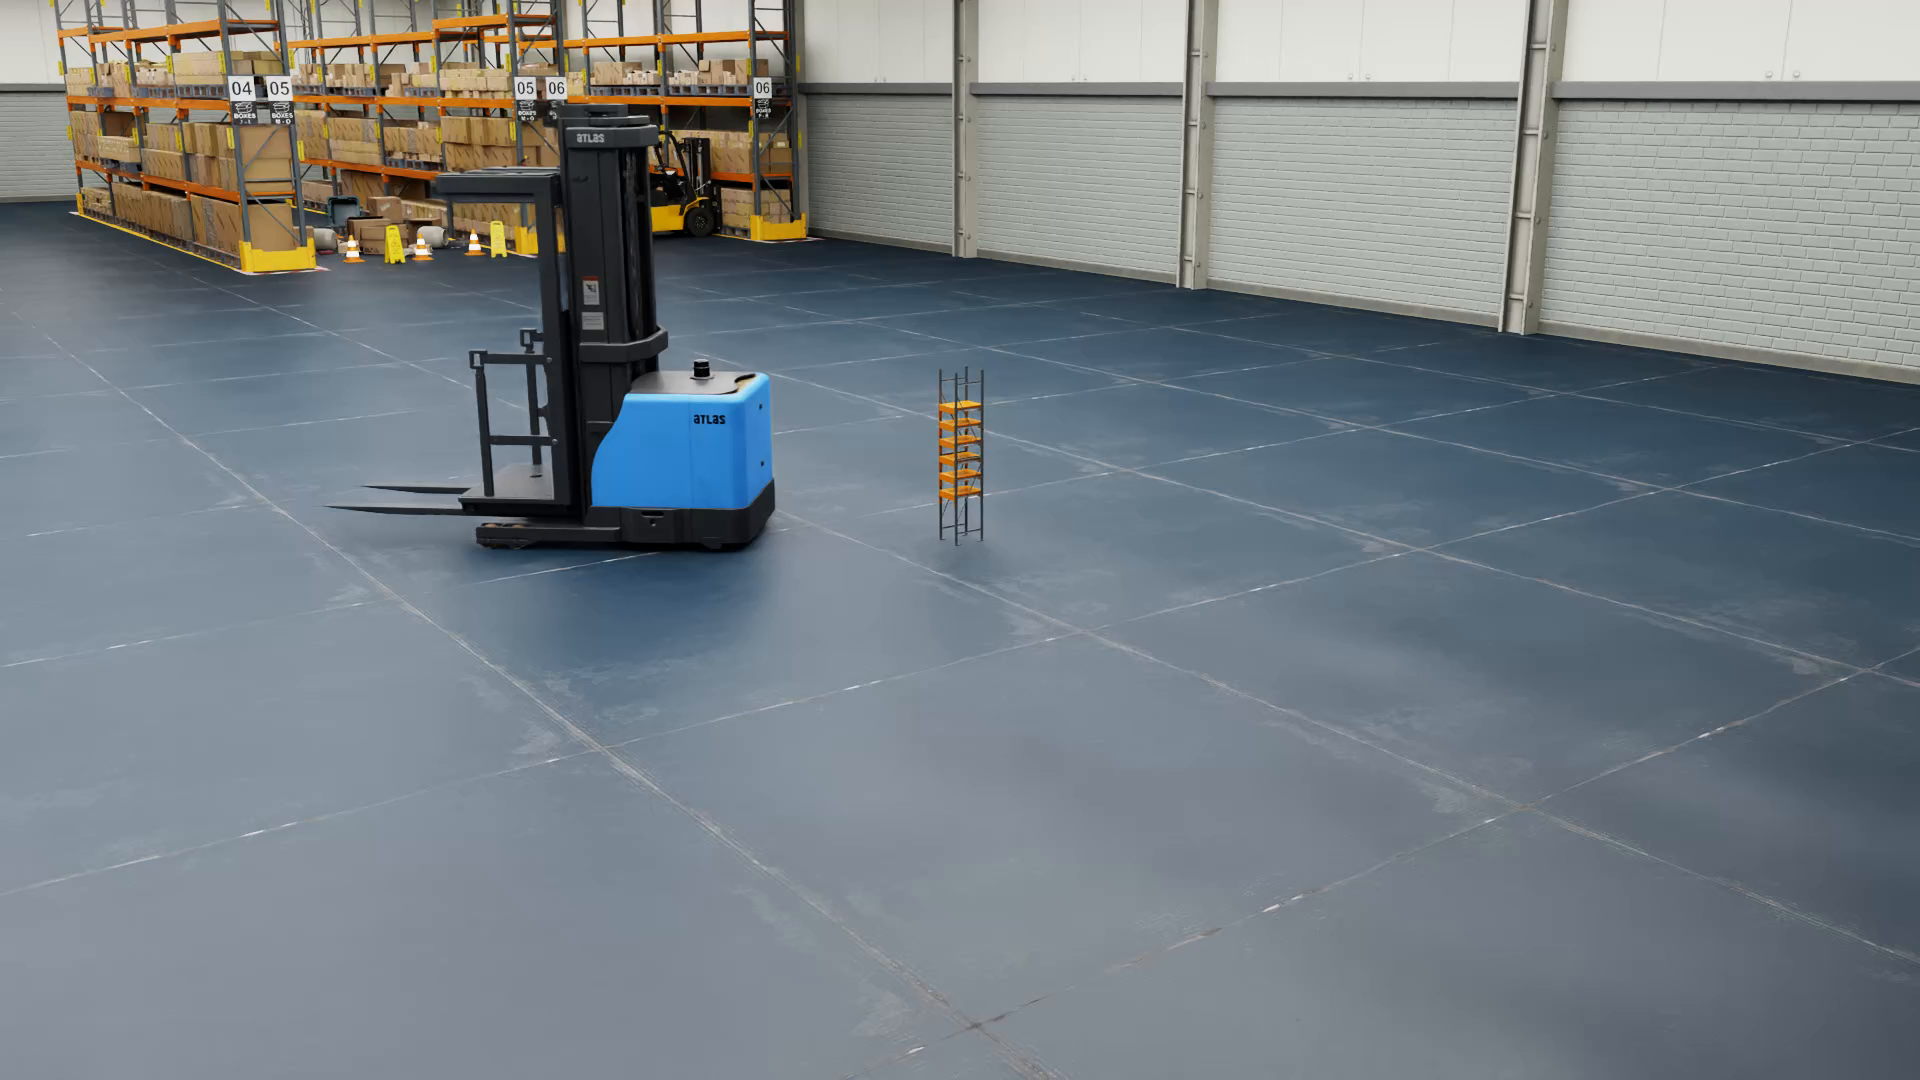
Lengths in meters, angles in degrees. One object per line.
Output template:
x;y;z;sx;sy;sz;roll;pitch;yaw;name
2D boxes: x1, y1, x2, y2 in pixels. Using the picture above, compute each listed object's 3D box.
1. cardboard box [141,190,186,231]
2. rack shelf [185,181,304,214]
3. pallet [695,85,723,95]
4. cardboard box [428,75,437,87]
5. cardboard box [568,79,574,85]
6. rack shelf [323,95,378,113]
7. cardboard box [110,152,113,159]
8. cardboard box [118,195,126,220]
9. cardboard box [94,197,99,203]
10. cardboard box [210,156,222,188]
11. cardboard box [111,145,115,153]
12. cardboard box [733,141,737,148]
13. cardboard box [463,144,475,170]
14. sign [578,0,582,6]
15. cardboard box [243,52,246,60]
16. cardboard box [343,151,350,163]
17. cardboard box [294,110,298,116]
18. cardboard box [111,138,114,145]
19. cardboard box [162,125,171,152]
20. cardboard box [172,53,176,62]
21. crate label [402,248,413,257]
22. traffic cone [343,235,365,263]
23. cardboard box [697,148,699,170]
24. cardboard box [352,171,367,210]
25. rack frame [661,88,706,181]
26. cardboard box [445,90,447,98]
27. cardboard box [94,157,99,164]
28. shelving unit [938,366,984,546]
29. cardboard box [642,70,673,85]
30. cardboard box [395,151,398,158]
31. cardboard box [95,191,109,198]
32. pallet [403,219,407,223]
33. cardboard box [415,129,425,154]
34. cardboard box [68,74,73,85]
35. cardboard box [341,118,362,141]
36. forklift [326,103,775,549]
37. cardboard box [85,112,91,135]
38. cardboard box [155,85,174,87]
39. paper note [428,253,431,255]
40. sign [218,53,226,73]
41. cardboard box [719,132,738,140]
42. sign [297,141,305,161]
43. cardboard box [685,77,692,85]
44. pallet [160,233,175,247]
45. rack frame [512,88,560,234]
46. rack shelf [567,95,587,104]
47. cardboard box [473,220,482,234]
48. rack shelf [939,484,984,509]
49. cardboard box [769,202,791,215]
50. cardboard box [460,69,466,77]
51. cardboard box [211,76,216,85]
-16.127;-6.786;34.154;1.050;0.750;0.750;-11;19;-35;cardboard box
-12.884;-6.184;29.853;1.077;0.370;4.000;-11;19;-35;rack shelf
-4.867;-9.485;35.036;1.003;0.211;1.213;-11;19;-35;pallet
-10.576;-9.428;34.146;0.500;0.250;0.500;-11;19;-36;cardboard box
-9.310;-11.144;40.456;0.380;0.149;0.250;-11;19;-35;cardboard box
-13.643;-10.129;38.584;1.077;0.370;4.000;-11;19;-35;rack shelf
-18.132;-8.315;35.953;0.380;0.149;0.250;-11;19;-36;cardboard box
-18.231;-7.352;36.696;0.500;0.500;0.500;-10;18;-32;cardboard box
-20.388;-8.121;39.606;0.380;0.149;0.250;-12;19;-37;cardboard box
-12.877;-6.609;29.756;0.875;0.550;0.500;-11;19;-35;cardboard box
-17.983;-8.403;35.711;0.380;0.149;0.250;-11;19;-36;cardboard box
-4.458;-8.172;34.334;0.380;0.149;0.250;-10;18;-34;cardboard box
-9.483;-7.590;32.873;0.500;0.500;0.500;-11;19;-35;cardboard box
-8.888;-12.670;38.902;0.100;0.325;0.005;-11;19;-35;sign
-12.244;-8.403;28.895;0.380;0.149;0.250;-11;19;-35;cardboard box
-14.180;-9.027;39.161;0.500;0.250;0.500;-11;19;-35;cardboard box
-16.745;-10.864;42.275;0.380;0.149;0.250;-12;19;-36;cardboard box
-17.982;-8.547;35.674;0.380;0.149;0.250;-10;18;-33;cardboard box
-15.253;-7.920;32.746;0.700;0.500;0.500;-11;19;-35;cardboard box
-14.121;-8.789;30.305;0.380;0.149;0.250;-11;19;-34;cardboard box
-10.270;-5.319;30.749;0.298;0.136;0.250;7;17;23;crate label
-10.872;-5.215;29.752;0.336;0.463;0.334;-11;19;-35;traffic cone
-5.435;-8.216;35.723;0.500;0.500;0.500;-11;19;-35;cardboard box
-13.853;-8.323;39.532;0.875;0.875;0.875;-10;18;-33;cardboard box
-6.103;-8.520;37.022;1.000;3.000;0.127;-11;19;-35;rack frame
-10.131;-8.968;33.455;0.380;0.149;0.250;-11;19;-35;cardboard box
-19.785;-8.787;38.475;0.380;0.149;0.250;-12;19;-37;cardboard box
0.009;-0.576;11.406;0.258;1.200;0.189;-11;19;-35;shelving unit
-6.725;-10.291;36.996;0.500;0.311;0.500;-12;19;-36;cardboard box
-12.164;-8.455;36.464;0.380;0.149;0.250;-12;20;-38;cardboard box
-20.010;-8.084;38.908;0.380;0.149;0.250;-12;19;-36;cardboard box
-12.009;-7.091;37.083;1.003;0.211;1.213;-11;19;-35;pallet
-11.164;-8.423;35.119;0.500;0.500;0.500;-10;18;-33;cardboard box
-20.760;-10.891;39.342;0.500;0.250;0.500;-11;19;-35;cardboard box
-14.179;-9.637;39.020;0.500;0.500;0.500;-11;19;-36;cardboard box
-2.891;-1.489;11.465;3.031;2.935;1.130;1;15;5;forklift
-19.857;-9.620;38.396;0.500;0.500;0.500;-10;18;-33;cardboard box
-16.532;-9.471;34.626;0.500;0.500;0.500;-11;19;-35;cardboard box
-9.929;-5.355;31.084;0.142;0.019;0.148;10;18;33;paper note
-12.155;-7.859;27.398;0.100;0.325;0.005;-11;19;-35;sign
-4.807;-8.417;34.664;0.380;0.149;0.250;-10;18;-33;cardboard box
-11.256;-6.645;28.383;0.100;0.325;0.005;-11;19;-35;sign
-5.632;-9.789;35.469;0.380;0.149;0.250;-10;18;-33;cardboard box
-15.296;-6.027;33.198;1.003;0.211;1.213;-11;19;-35;pallet
-7.764;-6.894;31.083;1.000;3.000;0.127;-11;19;-35;rack frame
-9.630;-10.901;41.402;1.077;0.370;4.000;-11;19;-35;rack shelf
-9.350;-6.232;33.076;0.500;0.250;0.500;-11;19;-35;cardboard box
0.009;-0.301;11.481;0.258;0.103;0.180;-11;19;-35;rack shelf
-3.859;-6.916;34.628;0.500;0.250;0.500;-10;18;-34;cardboard box
-9.550;-9.127;32.523;0.380;0.149;0.250;-12;19;-36;cardboard box
-12.477;-7.808;28.230;0.380;0.149;0.250;-11;19;-34;cardboard box
